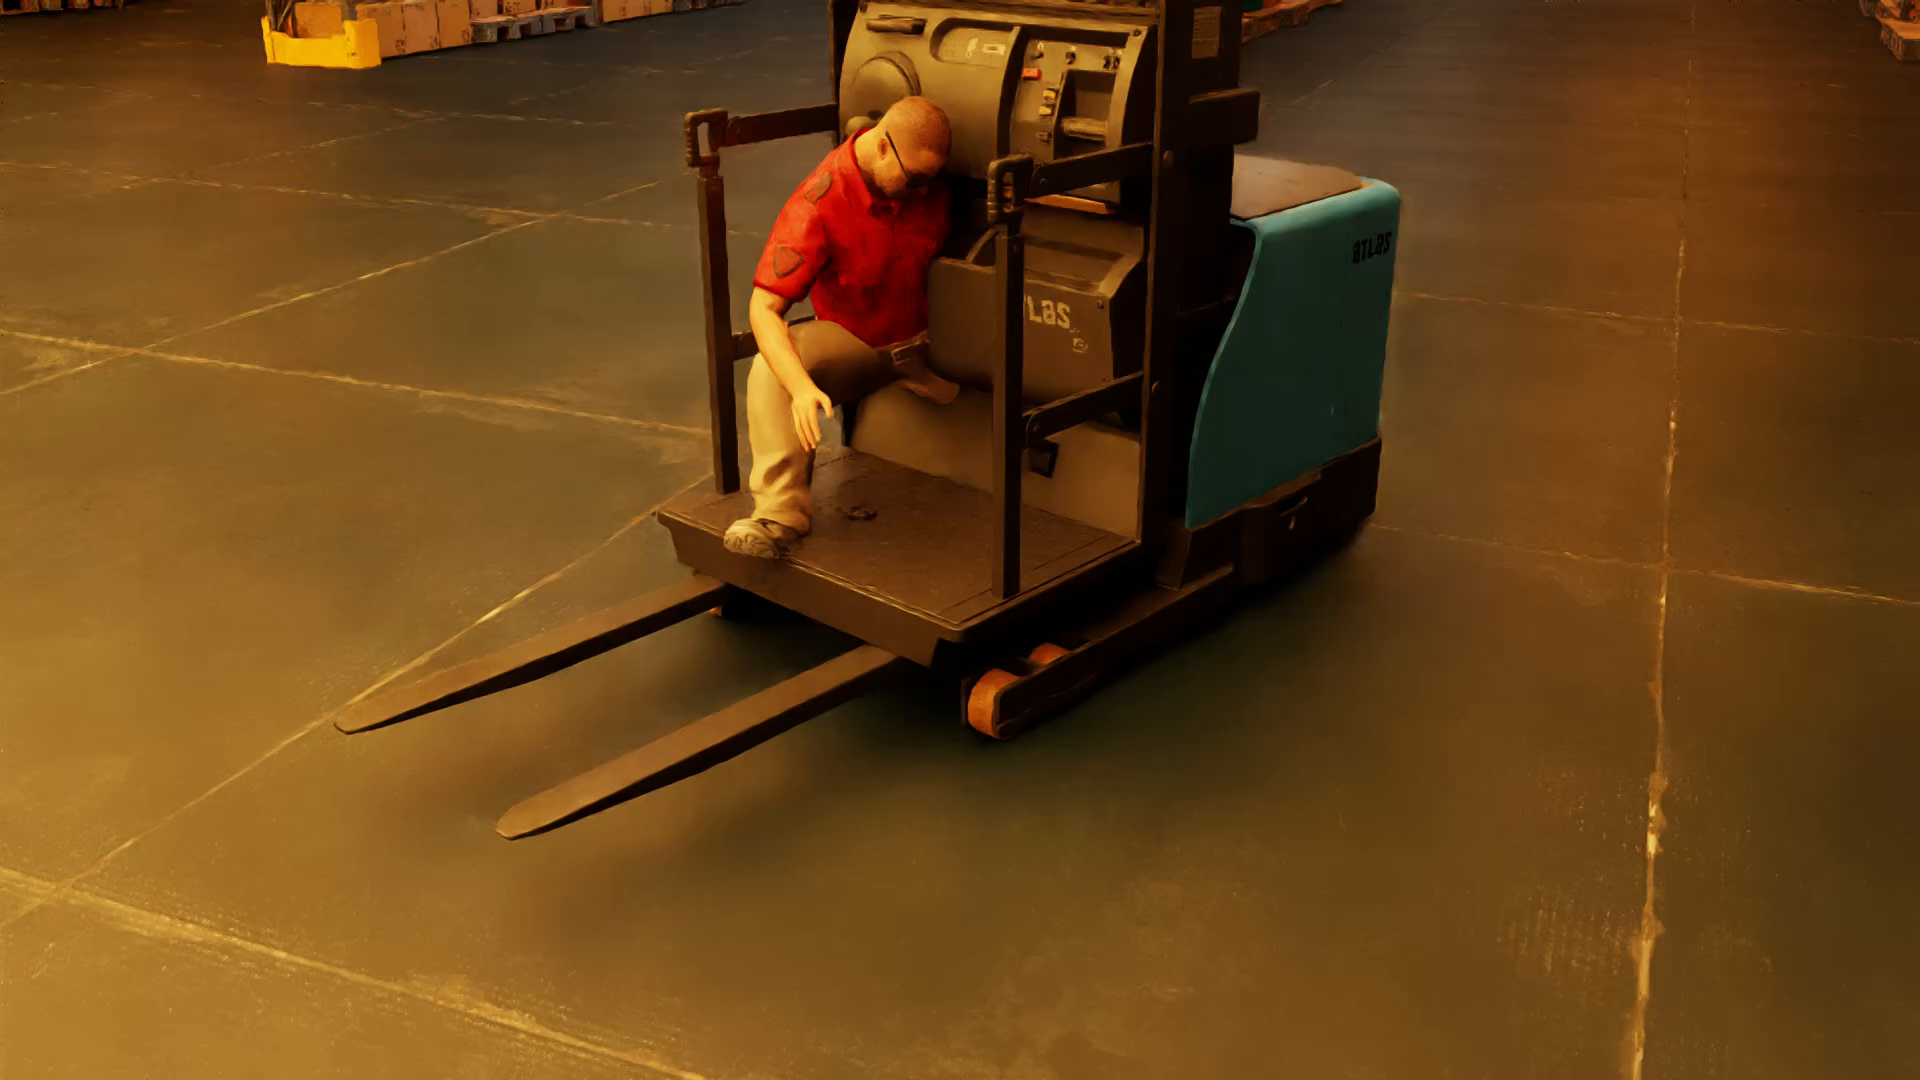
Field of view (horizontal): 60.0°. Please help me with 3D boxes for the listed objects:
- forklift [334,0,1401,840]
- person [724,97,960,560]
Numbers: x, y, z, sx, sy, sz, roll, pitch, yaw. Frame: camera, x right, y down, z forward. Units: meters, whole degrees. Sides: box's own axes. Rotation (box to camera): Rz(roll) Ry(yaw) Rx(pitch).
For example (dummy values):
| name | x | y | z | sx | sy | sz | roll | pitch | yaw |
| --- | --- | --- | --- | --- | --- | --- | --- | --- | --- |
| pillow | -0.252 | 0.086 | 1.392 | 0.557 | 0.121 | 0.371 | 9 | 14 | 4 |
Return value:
| name | x | y | z | sx | sy | sz | roll | pitch | yaw |
| --- | --- | --- | --- | --- | --- | --- | --- | --- | --- |
| forklift | -0.082 | -1.097 | 3.918 | 1.130 | 2.935 | 3.031 | 19 | 29 | 38 |
| person | -0.084 | -0.476 | 4.390 | 1.338 | 1.391 | 0.808 | -10 | 25 | -22 |
